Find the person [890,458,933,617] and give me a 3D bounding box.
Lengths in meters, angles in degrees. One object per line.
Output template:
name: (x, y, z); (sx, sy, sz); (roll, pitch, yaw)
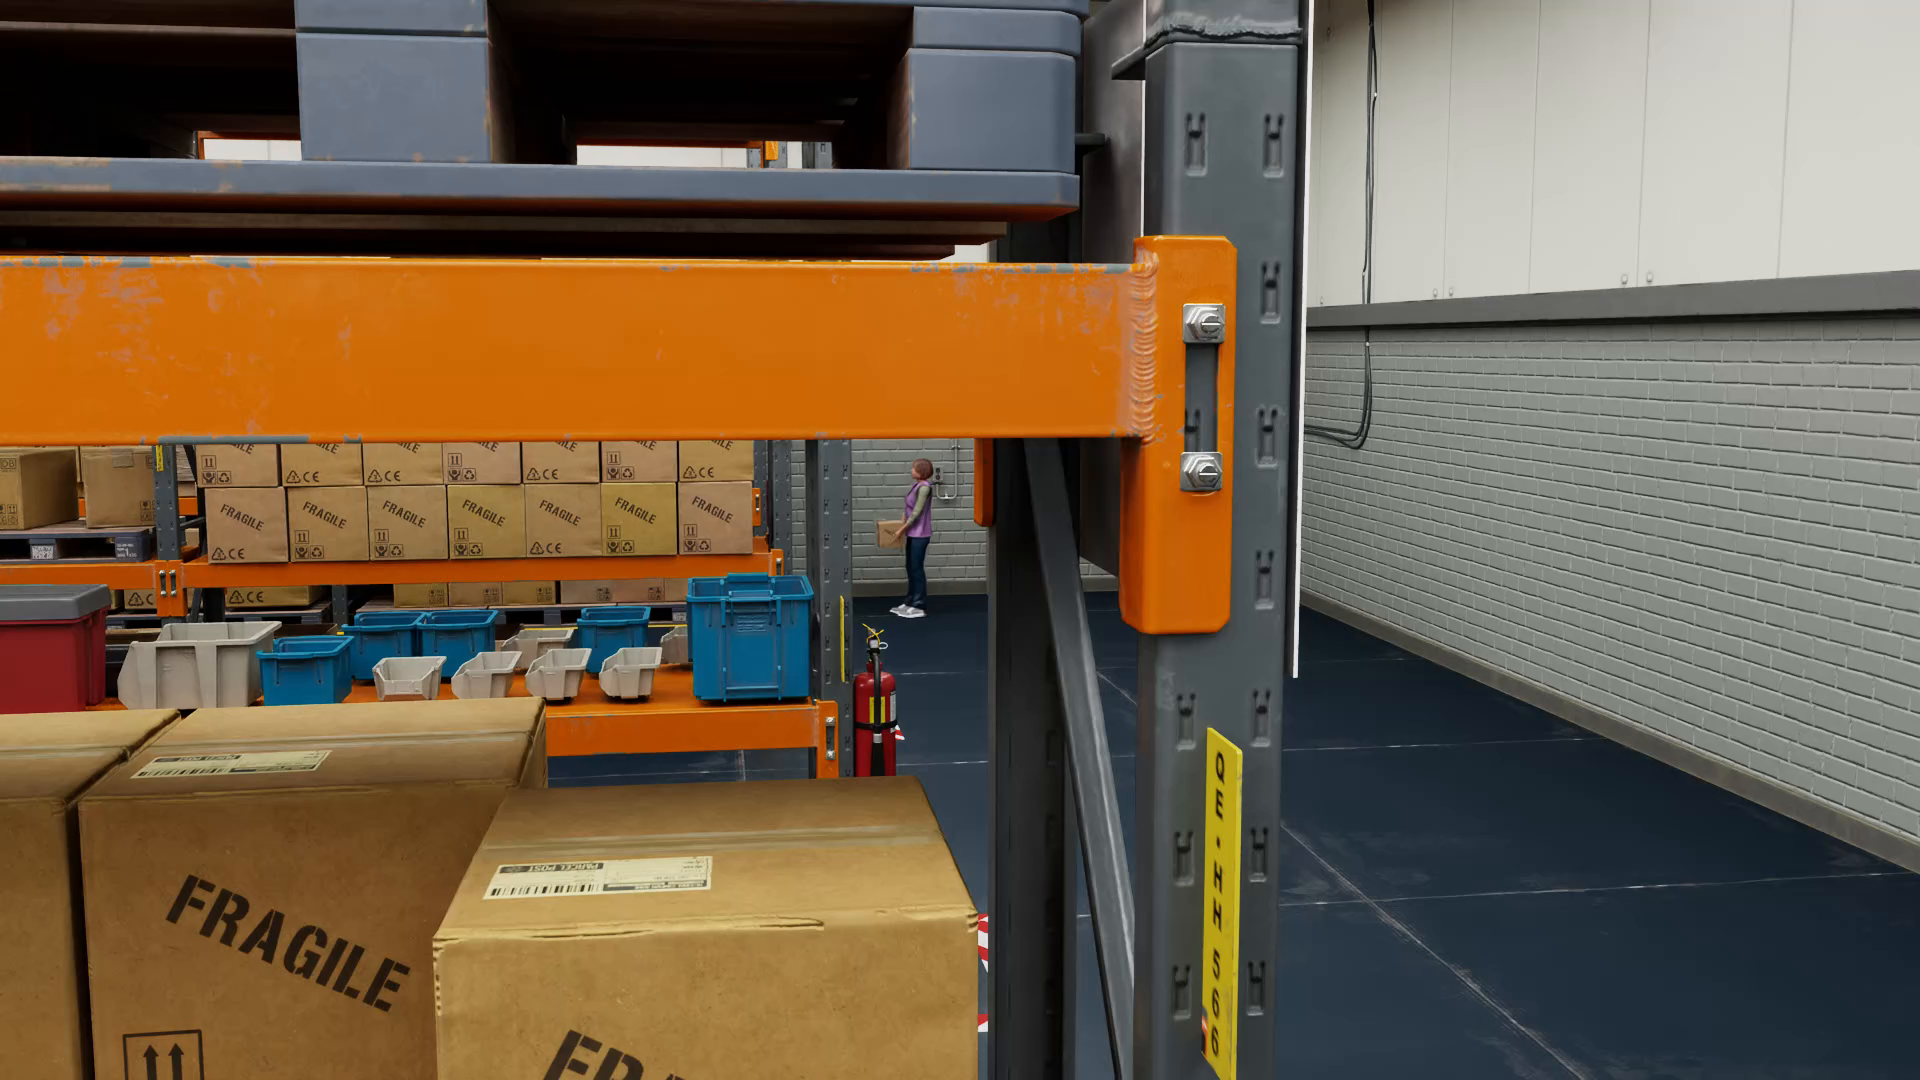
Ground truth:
person: (-0.486, -0.026, 16.713); (0.431, 1.602, 0.452); (-1, 7, -11)
